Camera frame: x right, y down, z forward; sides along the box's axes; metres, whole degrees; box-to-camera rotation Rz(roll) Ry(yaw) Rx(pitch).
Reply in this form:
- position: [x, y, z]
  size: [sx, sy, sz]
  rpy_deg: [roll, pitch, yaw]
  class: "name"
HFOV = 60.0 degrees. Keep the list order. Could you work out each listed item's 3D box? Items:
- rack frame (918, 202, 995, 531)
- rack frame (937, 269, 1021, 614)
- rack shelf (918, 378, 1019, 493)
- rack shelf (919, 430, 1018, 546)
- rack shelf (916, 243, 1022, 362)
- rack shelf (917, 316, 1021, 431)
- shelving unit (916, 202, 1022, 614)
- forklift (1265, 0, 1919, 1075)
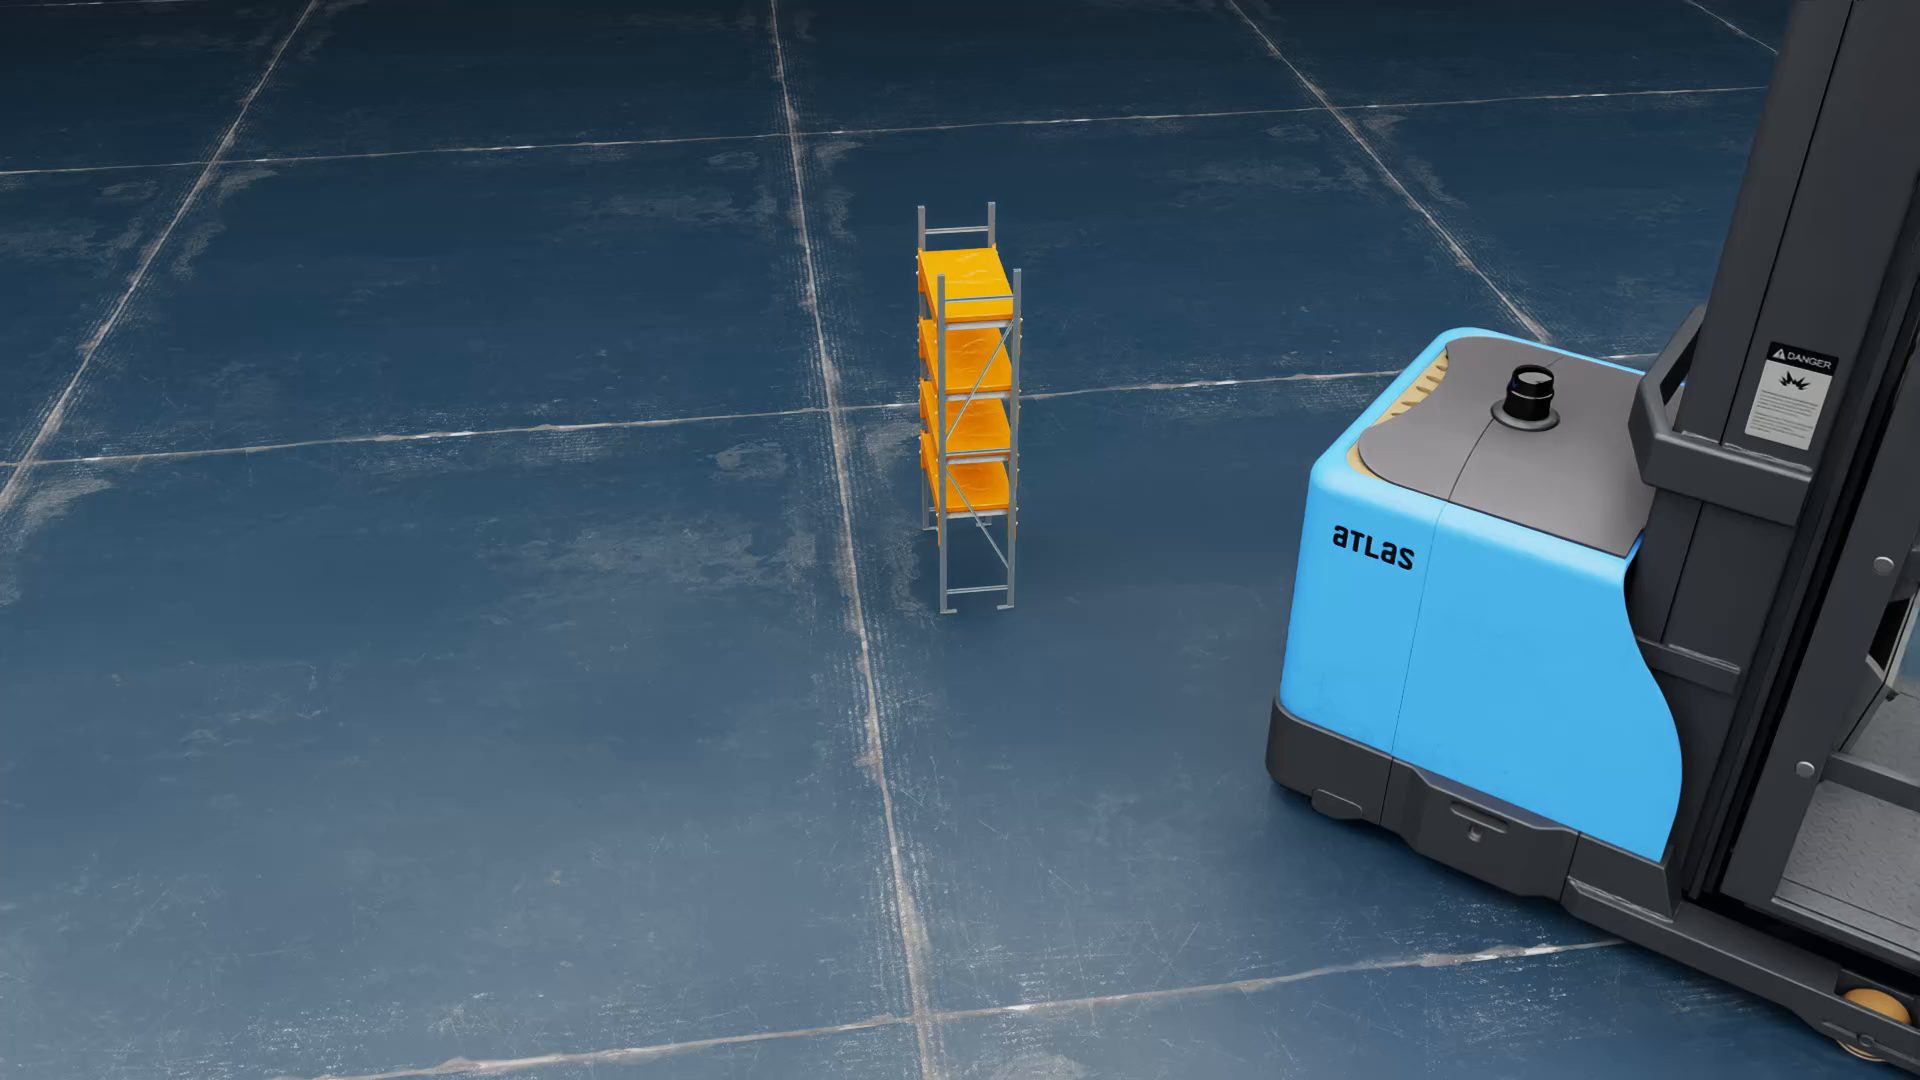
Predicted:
- position: [-0.011, -0.540, 5.476]
  size: [0.240, 1.200, 0.015]
  rpy_deg: [-4, 35, -6]
  class: "rack frame"
- position: [0.055, -0.267, 5.077]
  size: [0.240, 1.200, 0.015]
  rpy_deg: [-4, 35, -6]
  class: "rack frame"
- position: [0.022, -0.348, 5.314]
  size: [0.258, 0.148, 0.480]
  rpy_deg: [-4, 35, -6]
  class: "rack shelf"
- position: [0.022, -0.184, 5.426]
  size: [0.258, 0.148, 0.480]
  rpy_deg: [-4, 35, -6]
  class: "rack shelf"
- position: [0.022, -0.728, 5.055]
  size: [0.258, 0.148, 0.480]
  rpy_deg: [-4, 35, -6]
  class: "rack shelf"
- position: [0.022, -0.533, 5.188]
  size: [0.258, 0.148, 0.480]
  rpy_deg: [-4, 35, -6]
  class: "rack shelf"
- position: [0.022, -0.403, 5.277]
  size: [0.258, 1.200, 0.503]
  rpy_deg: [-4, 35, -6]
  class: "shelving unit"
- position: [2.365, -0.260, 3.529]
  size: [3.031, 2.935, 1.130]
  rpy_deg: [21, 40, 28]
  class: "forklift"
